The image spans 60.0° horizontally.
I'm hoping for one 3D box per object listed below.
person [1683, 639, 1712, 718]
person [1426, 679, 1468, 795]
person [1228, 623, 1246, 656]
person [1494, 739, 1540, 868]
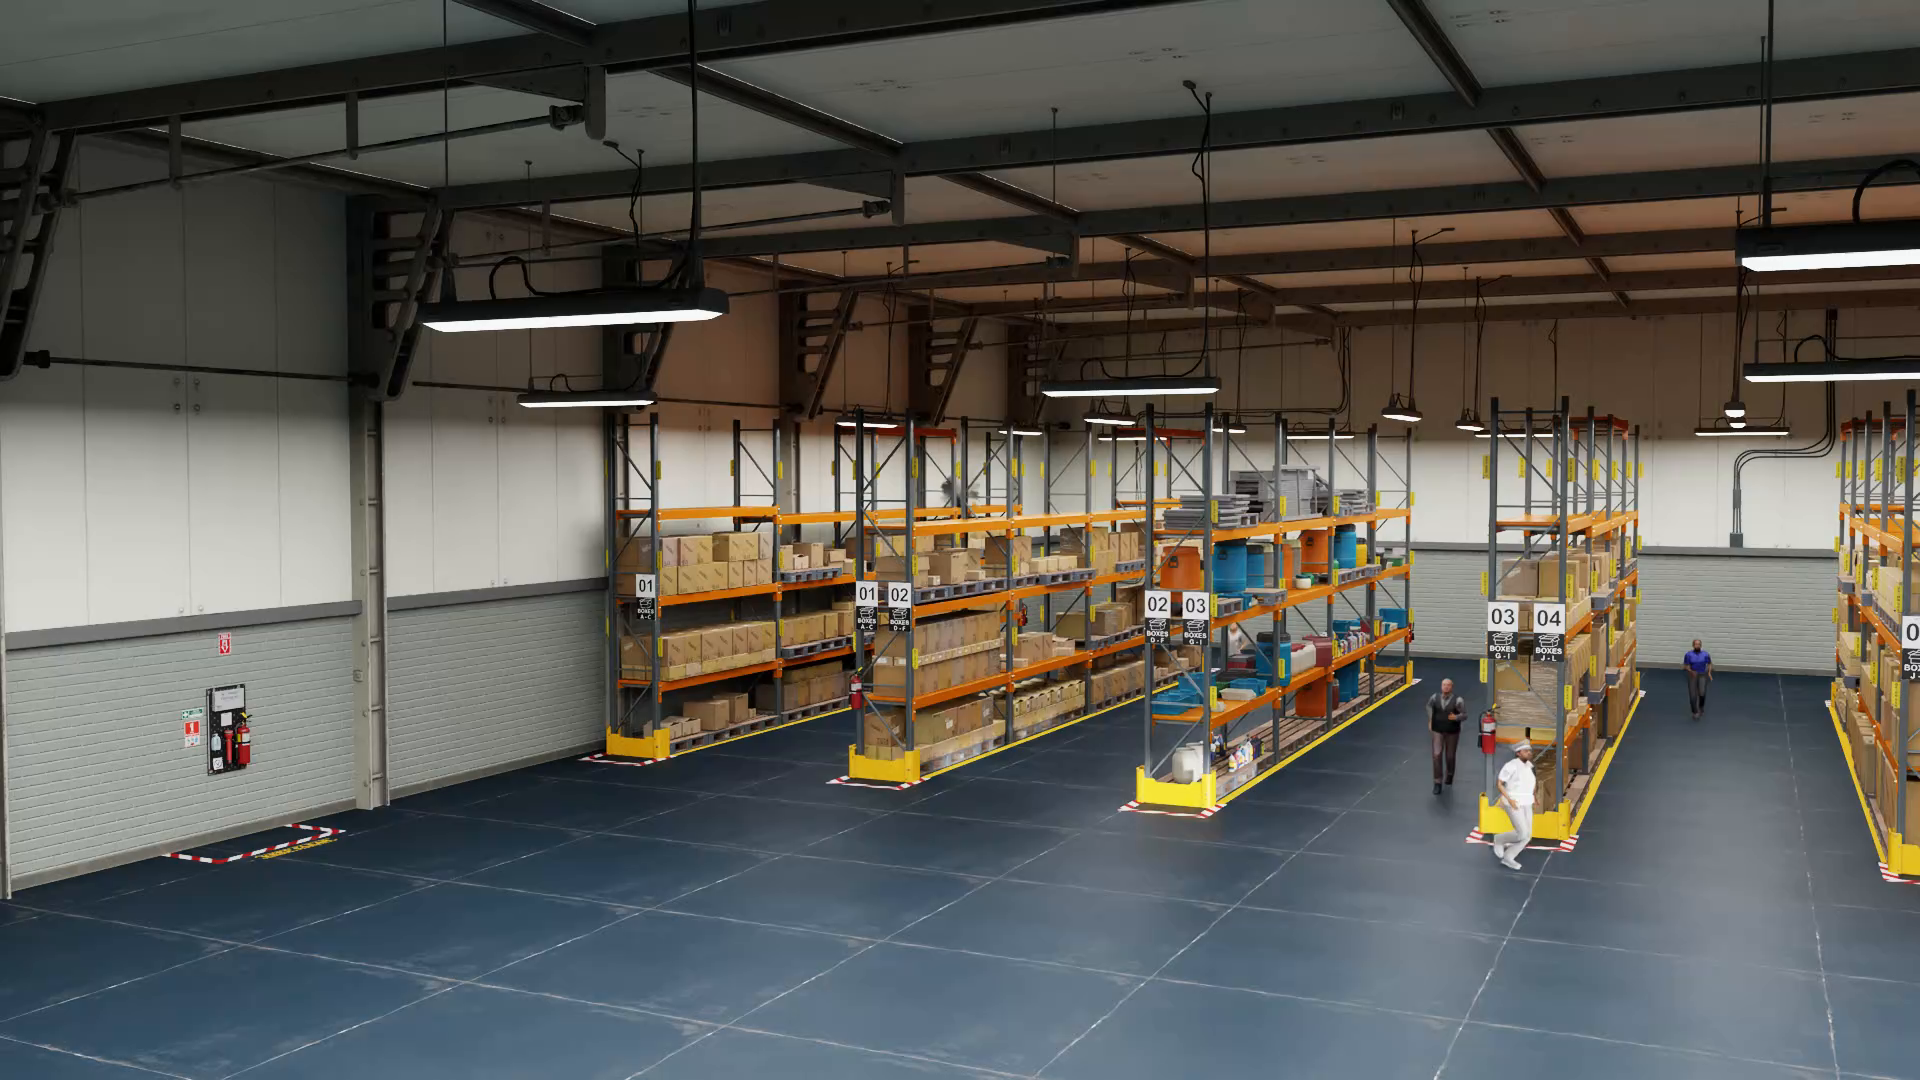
[{"bbox_3d":[14.820,2.788,33.391,0.552,1.610,0.653,1,3,20],"label":"person"},{"bbox_3d":[7.586,3.042,25.941,0.651,1.765,0.876,1,3,21],"label":"person"},{"bbox_3d":[6.158,2.621,37.508,0.565,1.629,0.573,1,2,12],"label":"person"},{"bbox_3d":[7.044,3.308,20.927,0.552,1.623,0.524,-1,3,-29],"label":"person"}]
